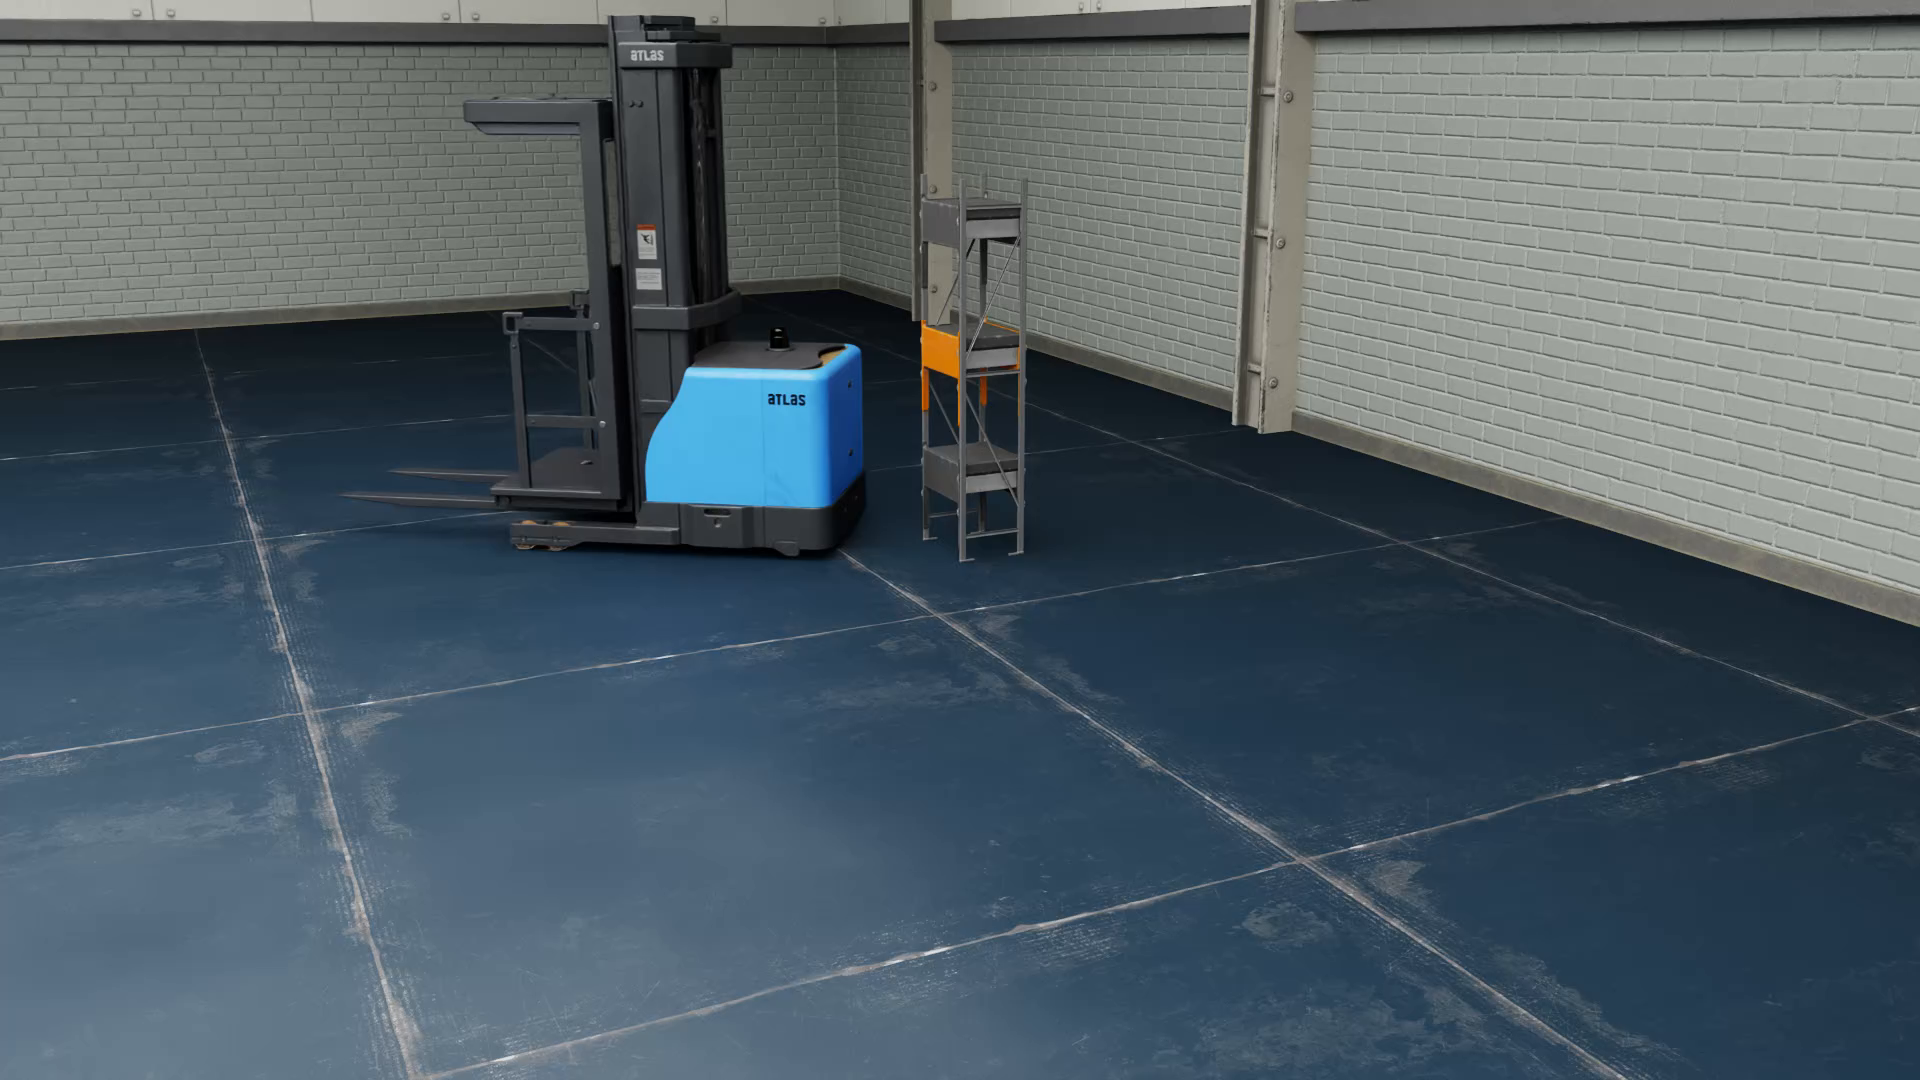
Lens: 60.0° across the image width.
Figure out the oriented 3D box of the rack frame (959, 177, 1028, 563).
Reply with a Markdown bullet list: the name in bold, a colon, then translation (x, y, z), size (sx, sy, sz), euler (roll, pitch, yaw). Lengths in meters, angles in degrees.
- **rack frame**: translation (0.179, -0.908, 9.107), size (0.400, 2.100, 0.015), euler (-8, 18, -25)

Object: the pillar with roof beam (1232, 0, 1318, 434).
- **pillar with roof beam**: translation (-1.543, -4.673, 9.721), size (9.100, 9.000, 0.400), euler (-8, 18, -25)

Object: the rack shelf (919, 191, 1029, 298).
- **rack shelf**: translation (0.072, -1.628, 9.129), size (0.431, 0.518, 0.480), euler (-8, 18, -25)

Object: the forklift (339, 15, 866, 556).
- **forklift**: translation (-2.138, -1.486, 9.614), size (3.031, 2.935, 1.130), euler (2, 16, 8)

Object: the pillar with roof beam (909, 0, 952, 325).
- **pillar with roof beam**: translation (-4.171, -6.161, 14.906), size (9.100, 9.000, 0.400), euler (-8, 18, -25)

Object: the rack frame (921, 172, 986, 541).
- **rack frame**: translation (-0.034, -1.029, 9.529), size (0.400, 2.100, 0.015), euler (-8, 18, -25)

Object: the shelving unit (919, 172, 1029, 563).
- **shelving unit**: translation (0.072, -0.968, 9.318), size (0.431, 2.100, 0.503), euler (-8, 18, -25)

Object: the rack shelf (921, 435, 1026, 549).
- **rack shelf**: translation (0.073, -0.282, 9.515), size (0.431, 0.518, 0.480), euler (-8, 18, -25)

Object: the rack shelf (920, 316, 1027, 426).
- **rack shelf**: translation (0.072, -0.955, 9.322), size (0.431, 0.518, 0.480), euler (-8, 18, -25)
